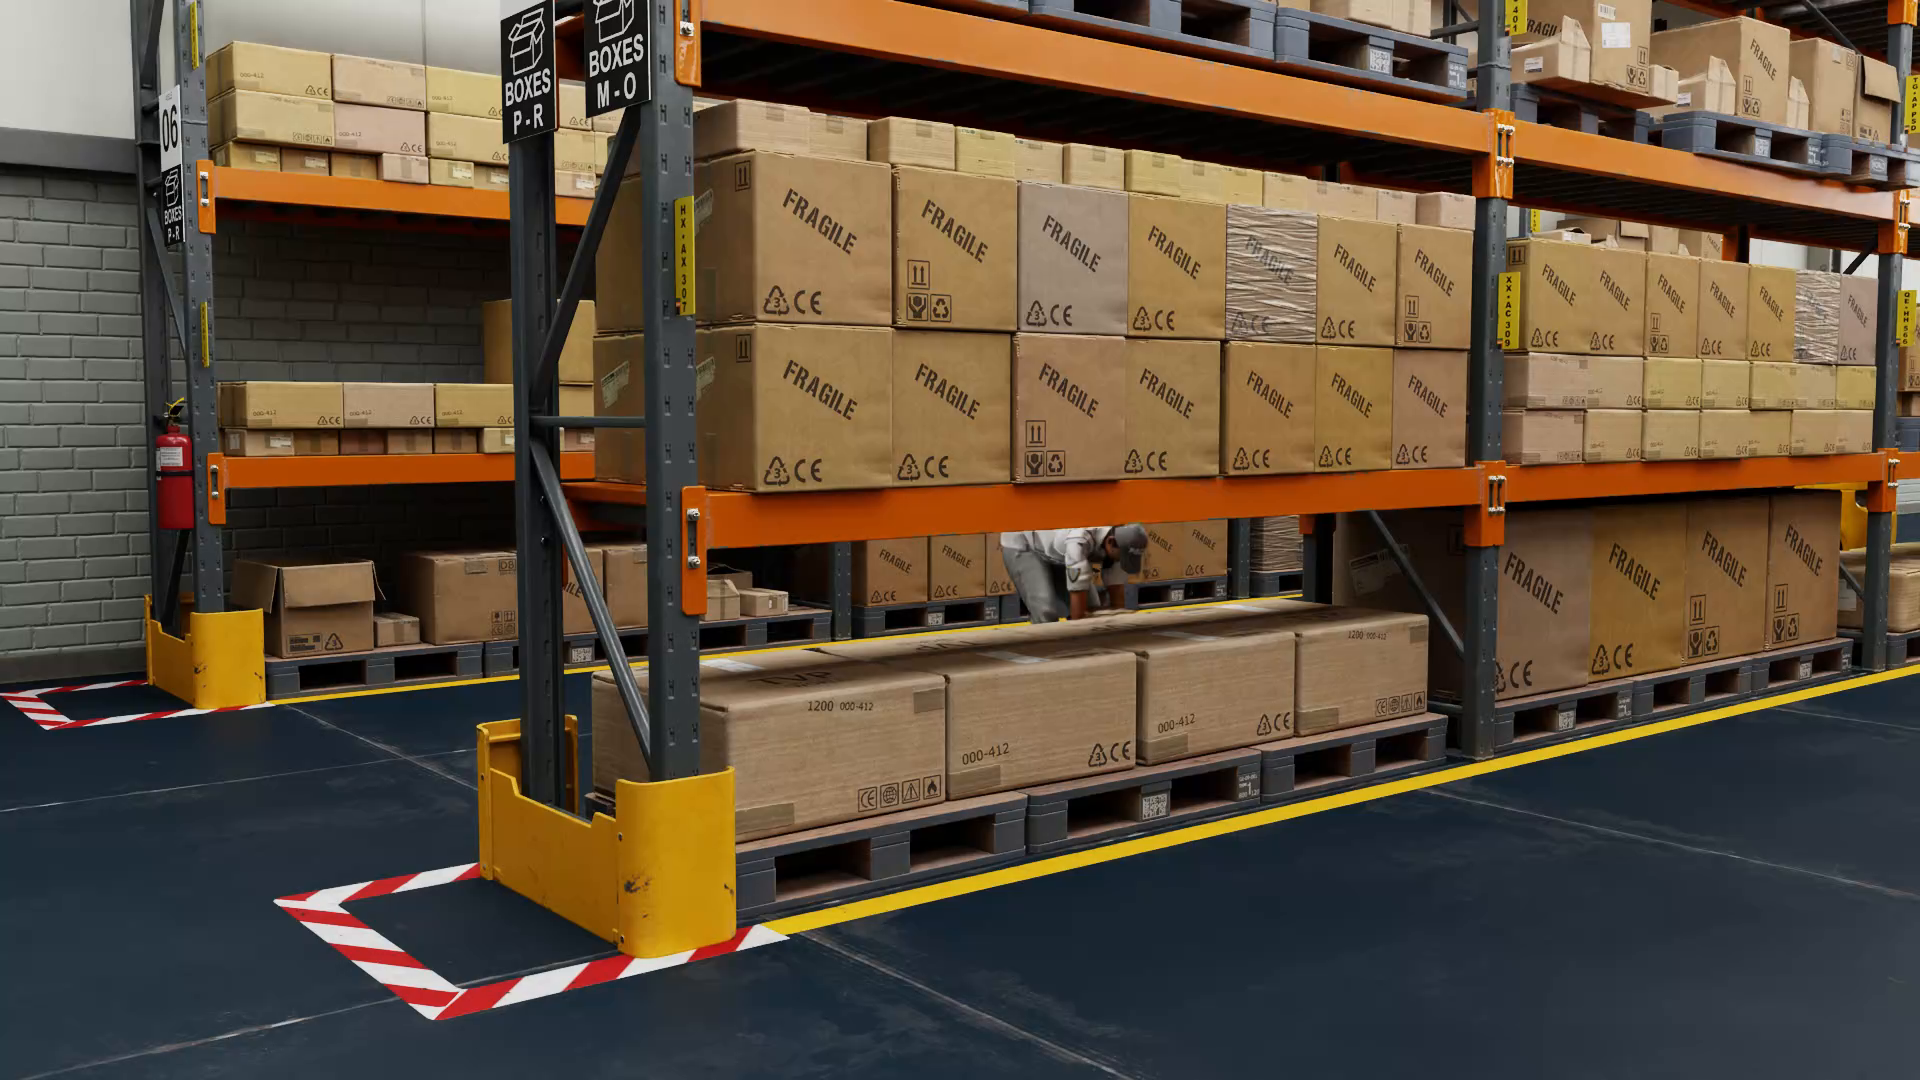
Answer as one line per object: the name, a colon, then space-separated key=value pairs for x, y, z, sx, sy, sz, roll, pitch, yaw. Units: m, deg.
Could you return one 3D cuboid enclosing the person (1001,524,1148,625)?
person: x=0.634 y=0.336 z=8.928 sx=0.476 sy=1.047 sz=0.952 roll=-4 pitch=6 yaw=-41
